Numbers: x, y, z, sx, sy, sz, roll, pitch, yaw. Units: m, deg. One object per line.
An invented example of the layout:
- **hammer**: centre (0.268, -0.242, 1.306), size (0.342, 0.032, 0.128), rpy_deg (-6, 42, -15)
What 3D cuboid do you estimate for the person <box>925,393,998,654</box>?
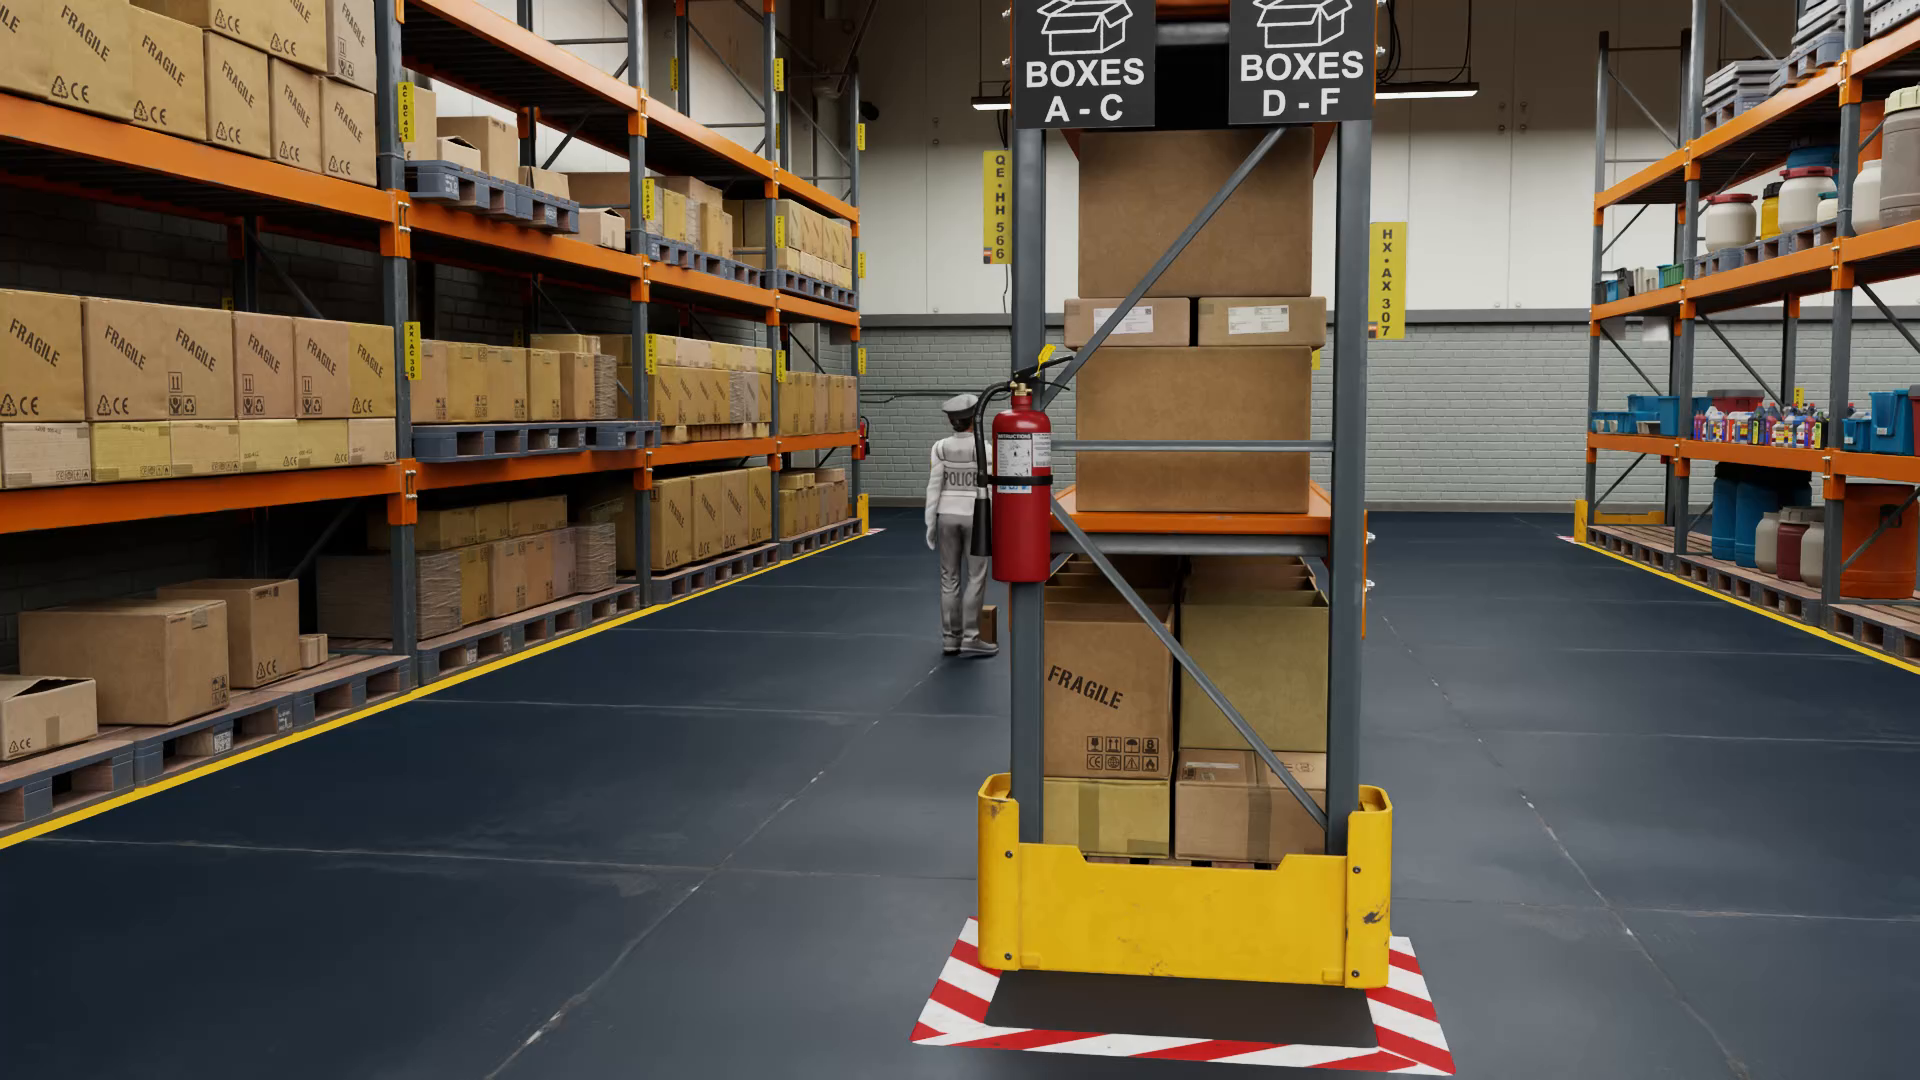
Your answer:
- **person**: centre (0.029, -0.106, 10.841), size (0.510, 1.695, 0.367), rpy_deg (1, 5, 16)
